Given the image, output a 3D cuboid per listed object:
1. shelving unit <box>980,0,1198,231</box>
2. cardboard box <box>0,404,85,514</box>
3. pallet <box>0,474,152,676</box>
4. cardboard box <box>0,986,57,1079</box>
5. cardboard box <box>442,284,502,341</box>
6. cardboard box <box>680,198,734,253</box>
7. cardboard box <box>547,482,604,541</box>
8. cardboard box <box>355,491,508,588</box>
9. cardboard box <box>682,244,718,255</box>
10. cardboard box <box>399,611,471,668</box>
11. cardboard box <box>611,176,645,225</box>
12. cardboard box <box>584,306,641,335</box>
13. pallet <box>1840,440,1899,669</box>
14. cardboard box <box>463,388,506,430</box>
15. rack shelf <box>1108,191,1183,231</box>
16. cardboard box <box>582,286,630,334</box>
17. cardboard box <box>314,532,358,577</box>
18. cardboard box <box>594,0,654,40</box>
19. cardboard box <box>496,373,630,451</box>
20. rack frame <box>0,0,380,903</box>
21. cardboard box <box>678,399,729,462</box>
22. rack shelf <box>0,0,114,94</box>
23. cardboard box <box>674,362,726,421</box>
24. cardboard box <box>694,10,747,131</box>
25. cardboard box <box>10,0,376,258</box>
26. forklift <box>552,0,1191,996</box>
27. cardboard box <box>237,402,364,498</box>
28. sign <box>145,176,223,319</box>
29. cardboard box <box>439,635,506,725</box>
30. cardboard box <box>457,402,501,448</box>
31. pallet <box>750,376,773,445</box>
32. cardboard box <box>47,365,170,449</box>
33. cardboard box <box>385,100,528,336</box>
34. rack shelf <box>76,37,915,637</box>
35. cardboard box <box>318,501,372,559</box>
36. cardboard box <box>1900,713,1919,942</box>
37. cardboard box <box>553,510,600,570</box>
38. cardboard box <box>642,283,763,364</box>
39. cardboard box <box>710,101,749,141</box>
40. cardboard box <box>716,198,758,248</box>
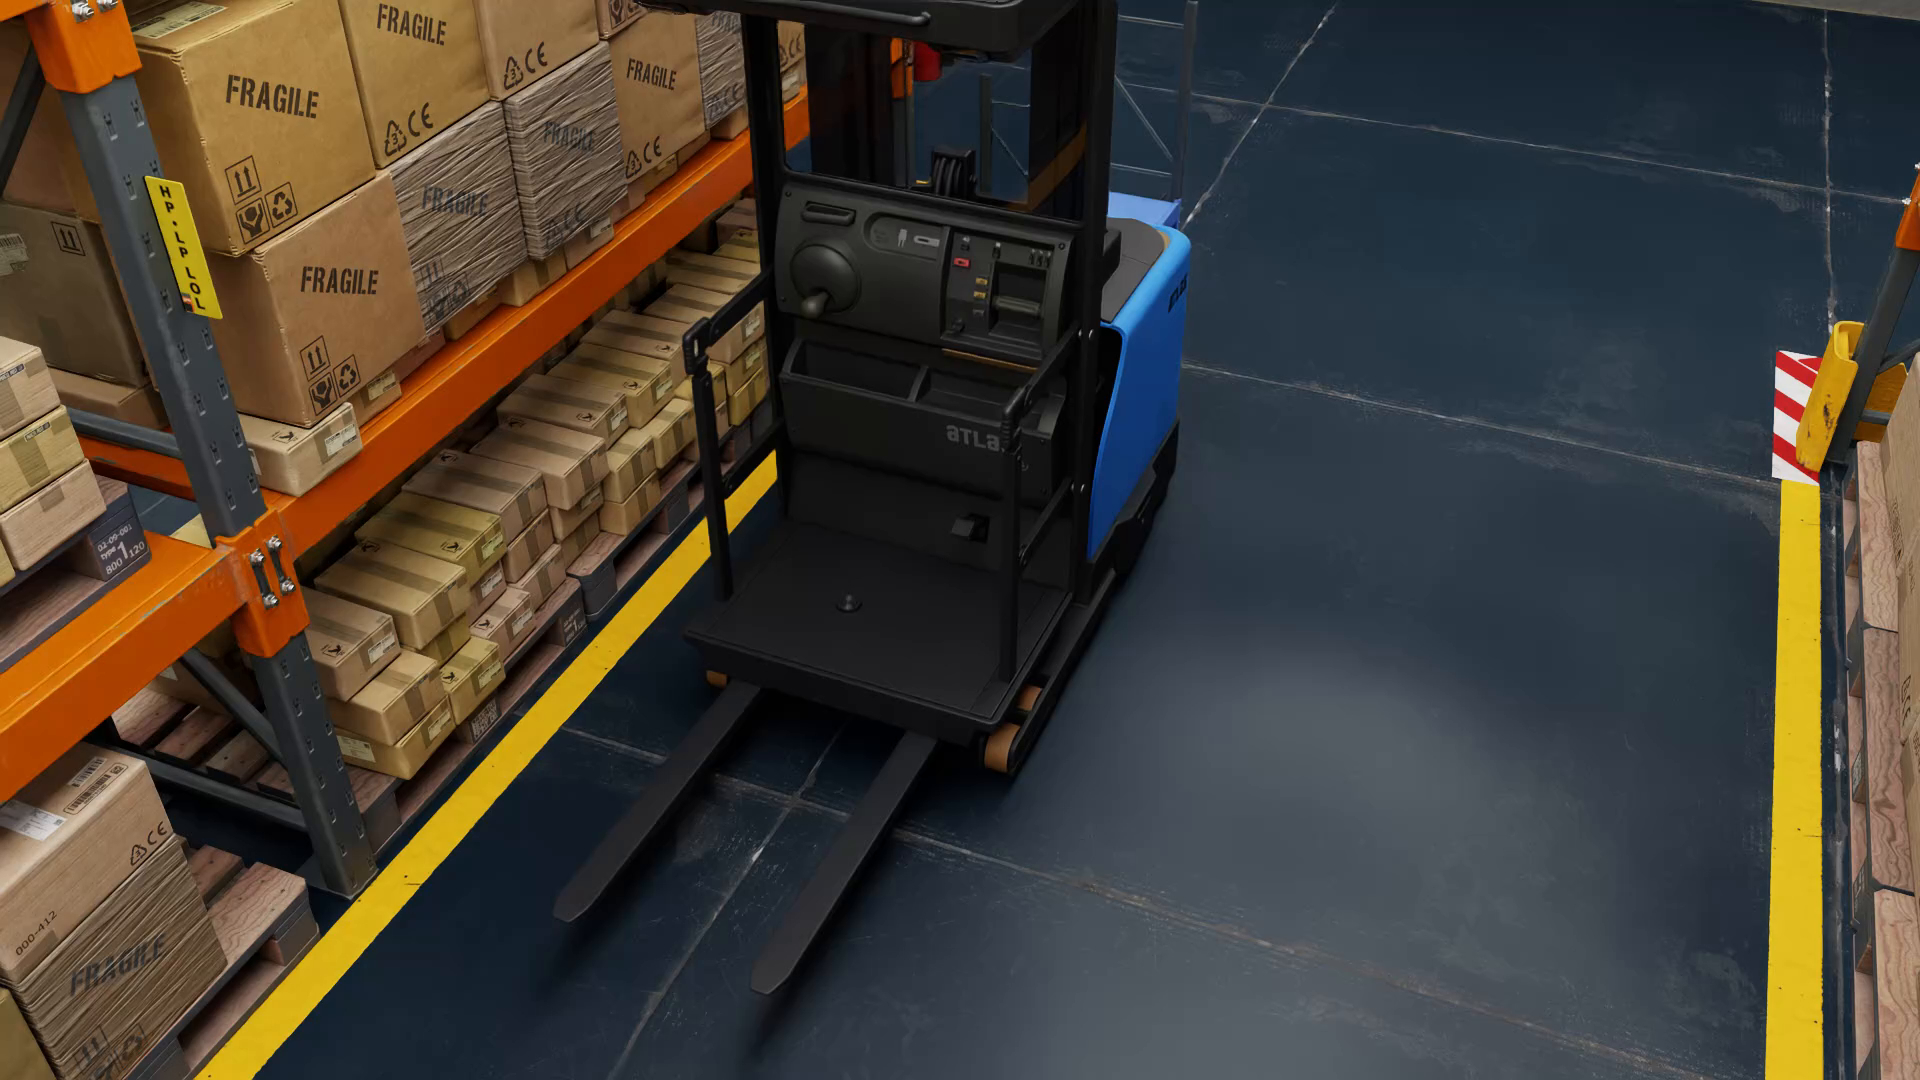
[{"bbox_3d":[0.511,-1.310,6.749,0.538,1.500,1.048,14,39,18],"label":"shelving unit"},{"bbox_3d":[-2.174,-0.216,3.644,0.380,0.149,0.250,15,39,19],"label":"cardboard box"},{"bbox_3d":[-2.631,0.172,3.674,1.003,0.211,1.213,14,39,18],"label":"pallet"},{"bbox_3d":[-2.450,1.290,3.756,0.500,0.500,0.500,13,39,17],"label":"cardboard box"},{"bbox_3d":[-1.604,-0.745,4.951,0.380,0.149,0.250,12,38,16],"label":"cardboard box"},{"bbox_3d":[-1.191,-1.381,7.126,0.380,0.149,0.250,15,39,19],"label":"cardboard box"},{"bbox_3d":[-1.467,-0.167,5.750,0.380,0.149,0.250,16,40,20],"label":"cardboard box"},{"bbox_3d":[-1.672,0.007,5.269,0.380,0.149,0.250,13,39,17],"label":"cardboard box"},{"bbox_3d":[-1.277,-1.284,7.245,0.380,0.149,0.250,14,39,18],"label":"cardboard box"},{"bbox_3d":[-1.758,0.272,5.163,0.380,0.149,0.250,14,39,18],"label":"cardboard box"},{"bbox_3d":[-1.280,-1.175,5.527,0.380,0.149,0.250,15,39,19],"label":"cardboard box"},{"bbox_3d":[-1.499,-0.843,6.654,0.380,0.149,0.250,12,38,16],"label":"cardboard box"},{"bbox_3d":[3.701,0.140,5.887,1.003,0.211,1.213,14,39,18],"label":"pallet"},{"bbox_3d":[-1.882,-0.554,6.020,0.380,0.149,0.250,13,39,16],"label":"cardboard box"},{"bbox_3d":[0.511,-1.165,6.857,0.538,0.185,1.000,14,39,18],"label":"rack shelf"},{"bbox_3d":[-1.537,-0.963,6.567,0.380,0.149,0.250,15,39,20],"label":"cardboard box"},{"bbox_3d":[-2.202,0.008,5.516,0.380,0.149,0.250,13,39,16],"label":"cardboard box"},{"bbox_3d":[-1.208,-1.895,5.112,0.500,0.500,0.500,13,39,16],"label":"cardboard box"},{"bbox_3d":[-1.395,-0.434,5.859,0.380,0.149,0.250,12,38,16],"label":"cardboard box"},{"bbox_3d":[-2.205,-0.295,4.139,1.000,3.000,0.127,14,39,18],"label":"rack frame"},{"bbox_3d":[-1.119,-0.463,6.394,0.380,0.149,0.250,15,39,19],"label":"cardboard box"},{"bbox_3d":[-2.966,-0.101,1.974,1.077,0.370,4.000,14,39,18],"label":"rack shelf"},{"bbox_3d":[-1.116,-0.582,6.305,0.380,0.149,0.250,16,40,20],"label":"cardboard box"},{"bbox_3d":[-1.001,-1.794,5.813,0.500,0.500,0.500,14,39,18],"label":"cardboard box"},{"bbox_3d":[-1.808,-1.049,3.980,0.500,0.500,0.500,15,39,19],"label":"cardboard box"},{"bbox_3d":[-0.205,-0.729,4.777,1.130,2.935,3.031,14,39,18],"label":"forklift"},{"bbox_3d":[-1.795,-0.276,4.324,0.380,0.149,0.250,15,39,19],"label":"cardboard box"},{"bbox_3d":[-1.691,-0.634,3.625,0.100,0.325,0.005,14,39,18],"label":"sign"},{"bbox_3d":[-1.669,0.403,5.235,0.380,0.149,0.250,15,39,19],"label":"cardboard box"},{"bbox_3d":[-1.817,-0.398,6.059,0.380,0.149,0.250,12,38,16],"label":"cardboard box"},{"bbox_3d":[-1.054,-0.908,7.289,1.003,0.211,1.213,14,39,18],"label":"pallet"},{"bbox_3d":[-2.313,-0.405,4.497,0.380,0.149,0.250,13,39,17],"label":"cardboard box"},{"bbox_3d":[-1.602,-0.946,4.678,0.500,0.500,0.500,14,39,18],"label":"cardboard box"},{"bbox_3d":[-1.444,-1.114,5.835,1.077,0.370,4.000,14,39,18],"label":"rack shelf"},{"bbox_3d":[-2.162,-0.105,5.419,0.380,0.149,0.250,13,39,17],"label":"cardboard box"},{"bbox_3d":[3.089,0.816,4.442,0.875,0.438,0.875,13,39,16],"label":"cardboard box"},{"bbox_3d":[-1.502,-0.055,5.848,0.380,0.149,0.250,12,38,16],"label":"cardboard box"},{"bbox_3d":[-0.988,-0.834,6.394,0.380,0.149,0.250,15,39,19],"label":"cardboard box"},{"bbox_3d":[-0.960,-1.606,6.104,0.380,0.149,0.250,12,38,16],"label":"cardboard box"},{"bbox_3d":[-0.799,-1.297,7.013,0.380,0.149,0.250,15,39,19],"label":"cardboard box"}]
